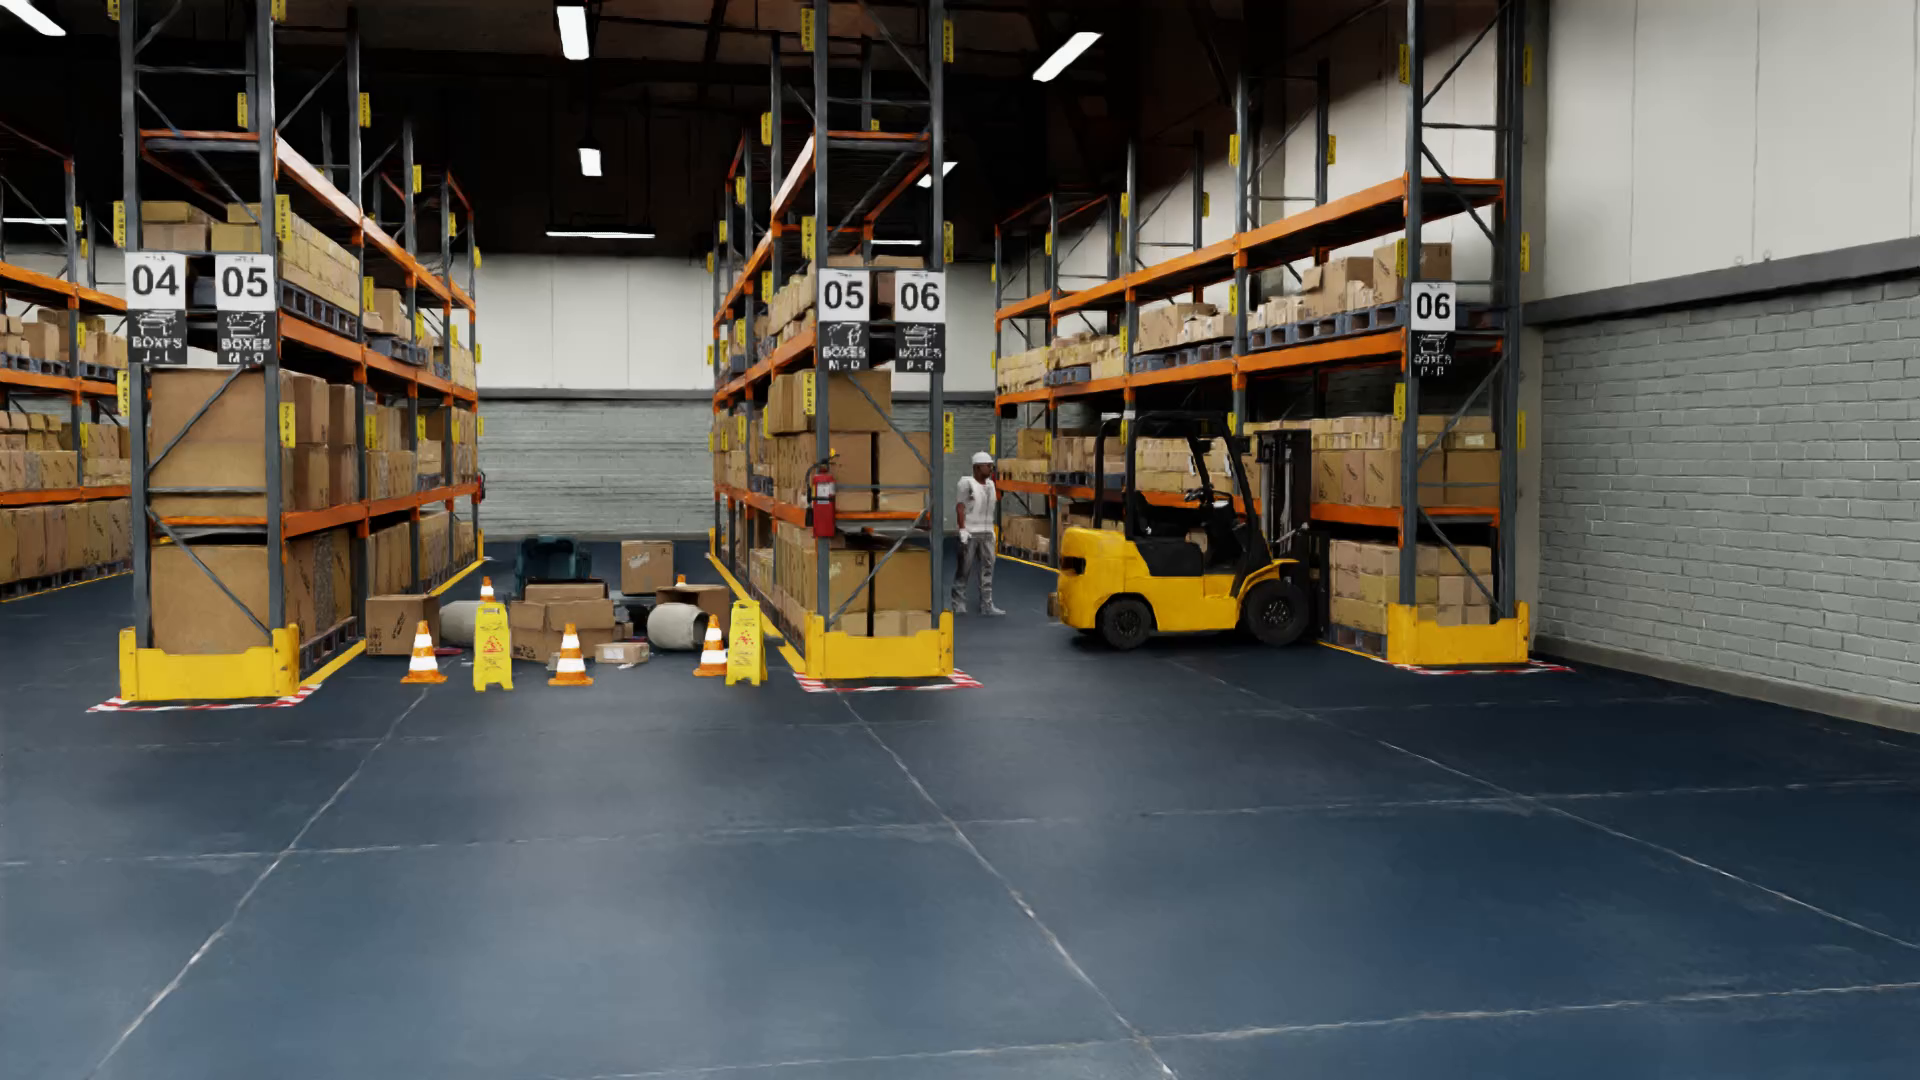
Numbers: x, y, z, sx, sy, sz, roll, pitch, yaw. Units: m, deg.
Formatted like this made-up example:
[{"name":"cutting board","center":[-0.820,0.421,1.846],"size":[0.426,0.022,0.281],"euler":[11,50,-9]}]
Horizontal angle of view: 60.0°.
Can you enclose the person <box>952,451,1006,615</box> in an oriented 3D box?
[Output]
[{"name":"person","center":[0.200,-0.073,18.141],"size":[0.566,1.788,0.534],"euler":[-3,4,-42]}]
